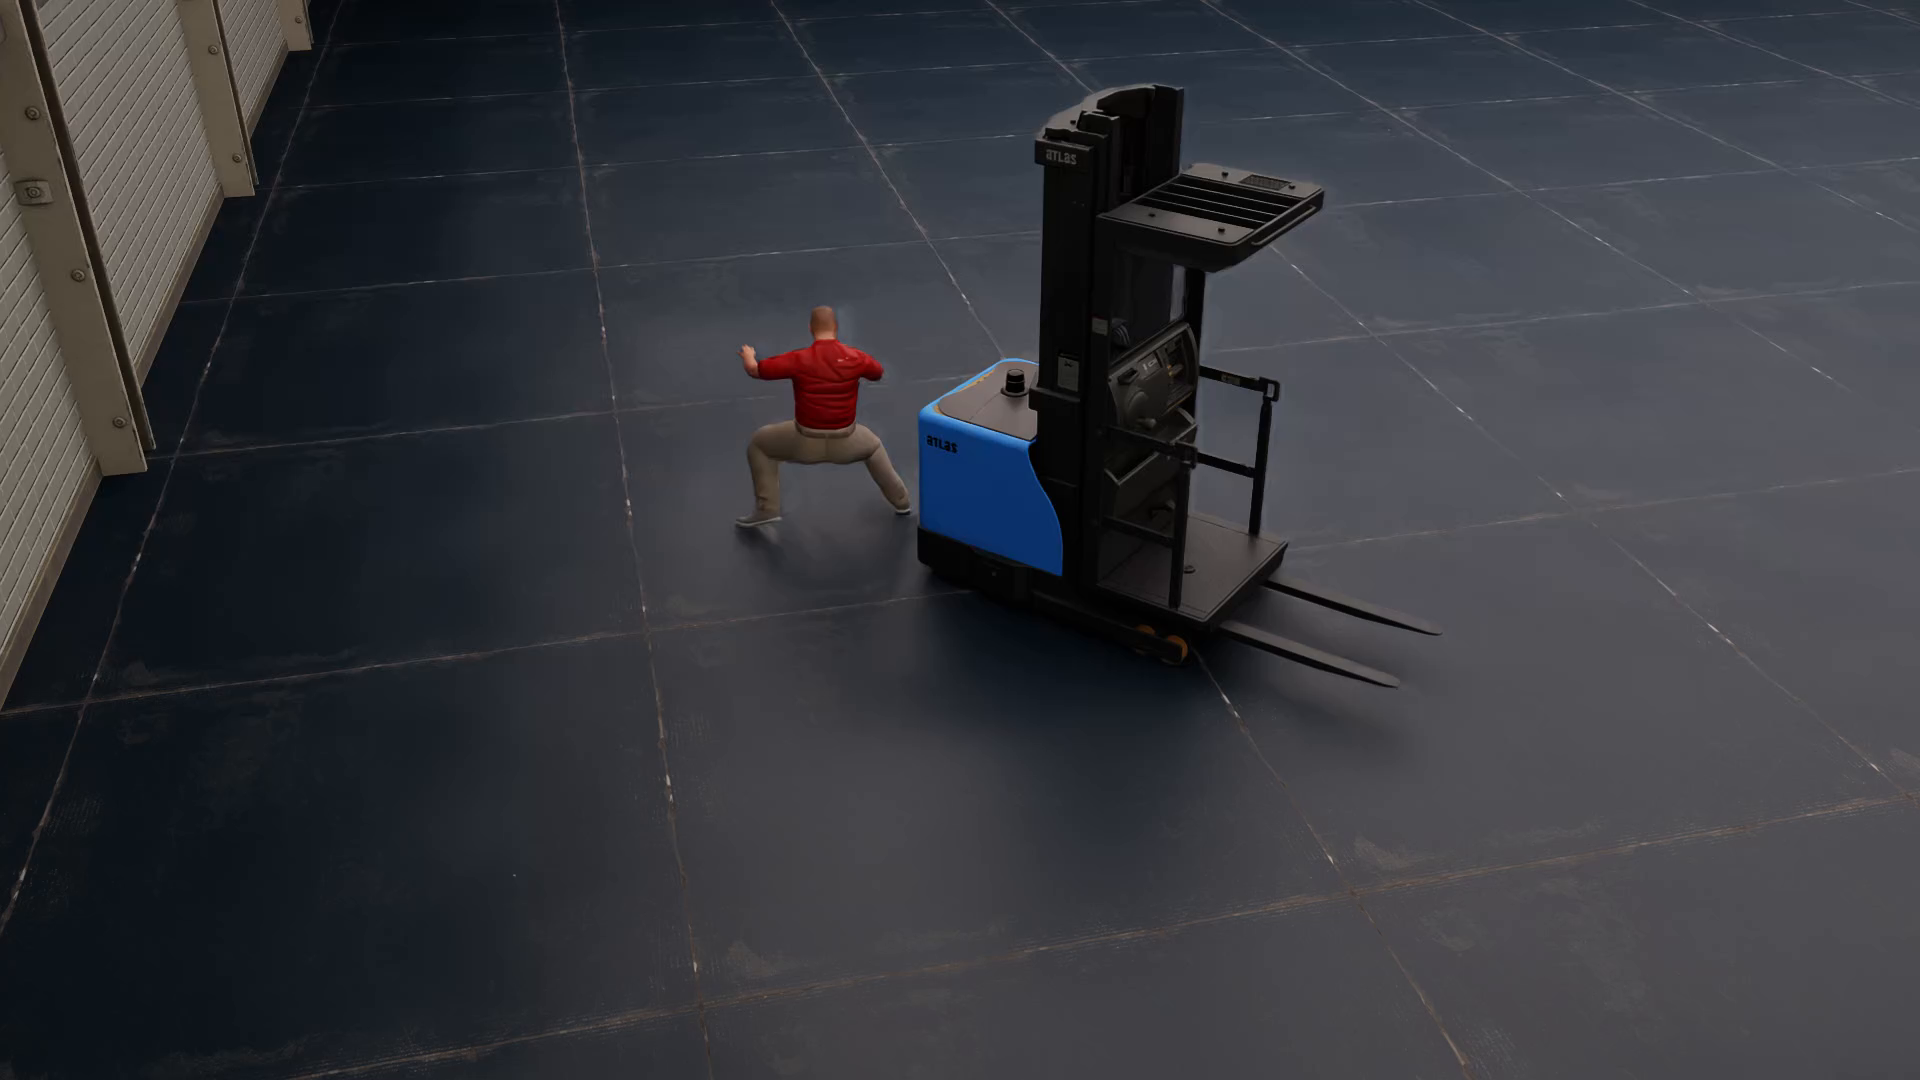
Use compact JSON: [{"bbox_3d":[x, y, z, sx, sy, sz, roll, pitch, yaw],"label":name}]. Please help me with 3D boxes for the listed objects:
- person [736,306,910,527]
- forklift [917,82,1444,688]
[{"bbox_3d":[-0.874,-0.785,10.374,1.138,1.490,0.706,-4,30,-7],"label":"person"},{"bbox_3d":[1.242,-0.871,9.080,3.031,2.935,1.130,19,35,30],"label":"forklift"}]
